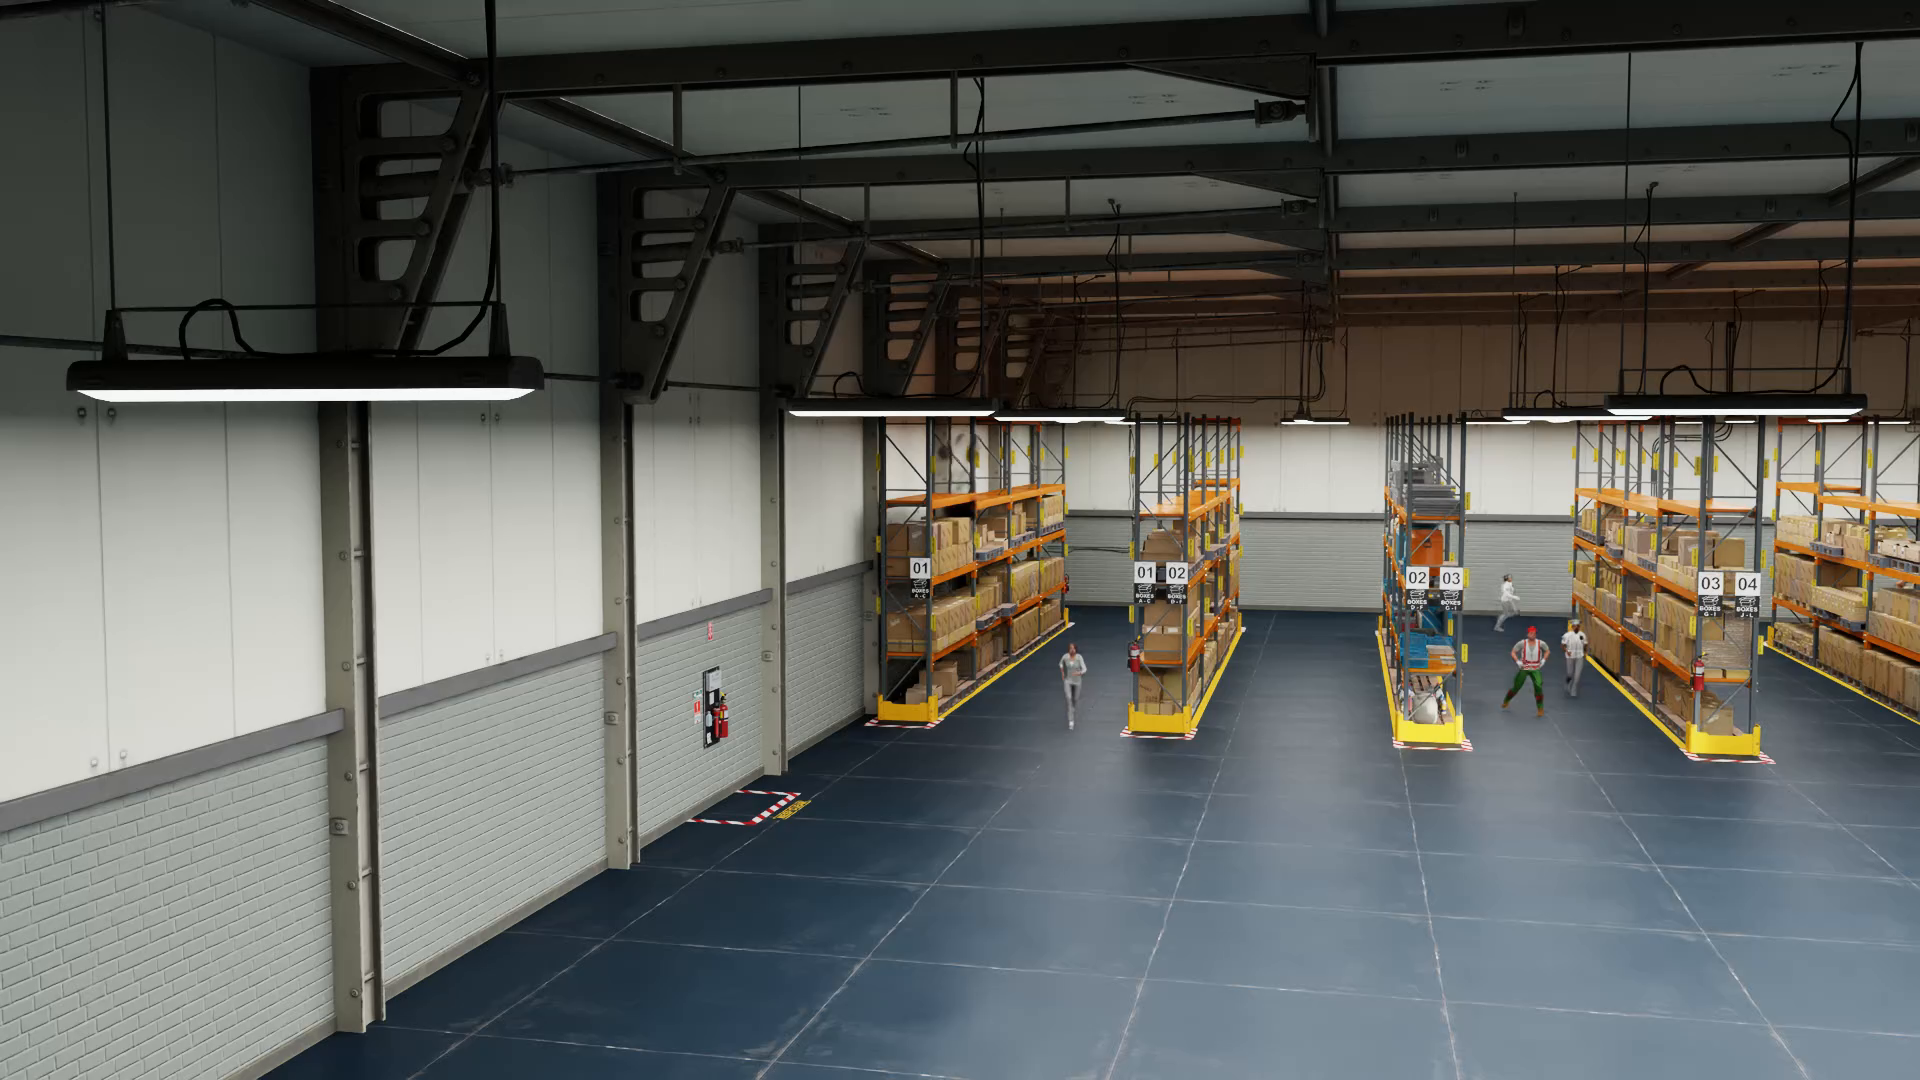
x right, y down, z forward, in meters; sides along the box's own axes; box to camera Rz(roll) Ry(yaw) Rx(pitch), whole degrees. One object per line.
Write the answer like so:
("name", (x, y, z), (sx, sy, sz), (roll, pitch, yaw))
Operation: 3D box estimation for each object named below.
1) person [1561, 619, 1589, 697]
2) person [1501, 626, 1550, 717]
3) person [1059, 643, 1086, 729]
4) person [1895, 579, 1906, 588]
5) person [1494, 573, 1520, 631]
("person", (13.112, 2.497, 35.455), (0.563, 1.655, 0.588), (1, 4, 11))
("person", (11.359, 2.604, 33.314), (0.898, 1.774, 0.766), (1, 4, 8))
("person", (2.177, 2.764, 32.020), (0.492, 1.593, 1.058), (0, 4, -3))
("person", (25.785, 1.827, 45.553), (0.618, 1.626, 0.574), (-1, 4, -14))
("person", (15.427, 1.732, 46.810), (0.683, 1.656, 0.640), (2, 4, 29))
